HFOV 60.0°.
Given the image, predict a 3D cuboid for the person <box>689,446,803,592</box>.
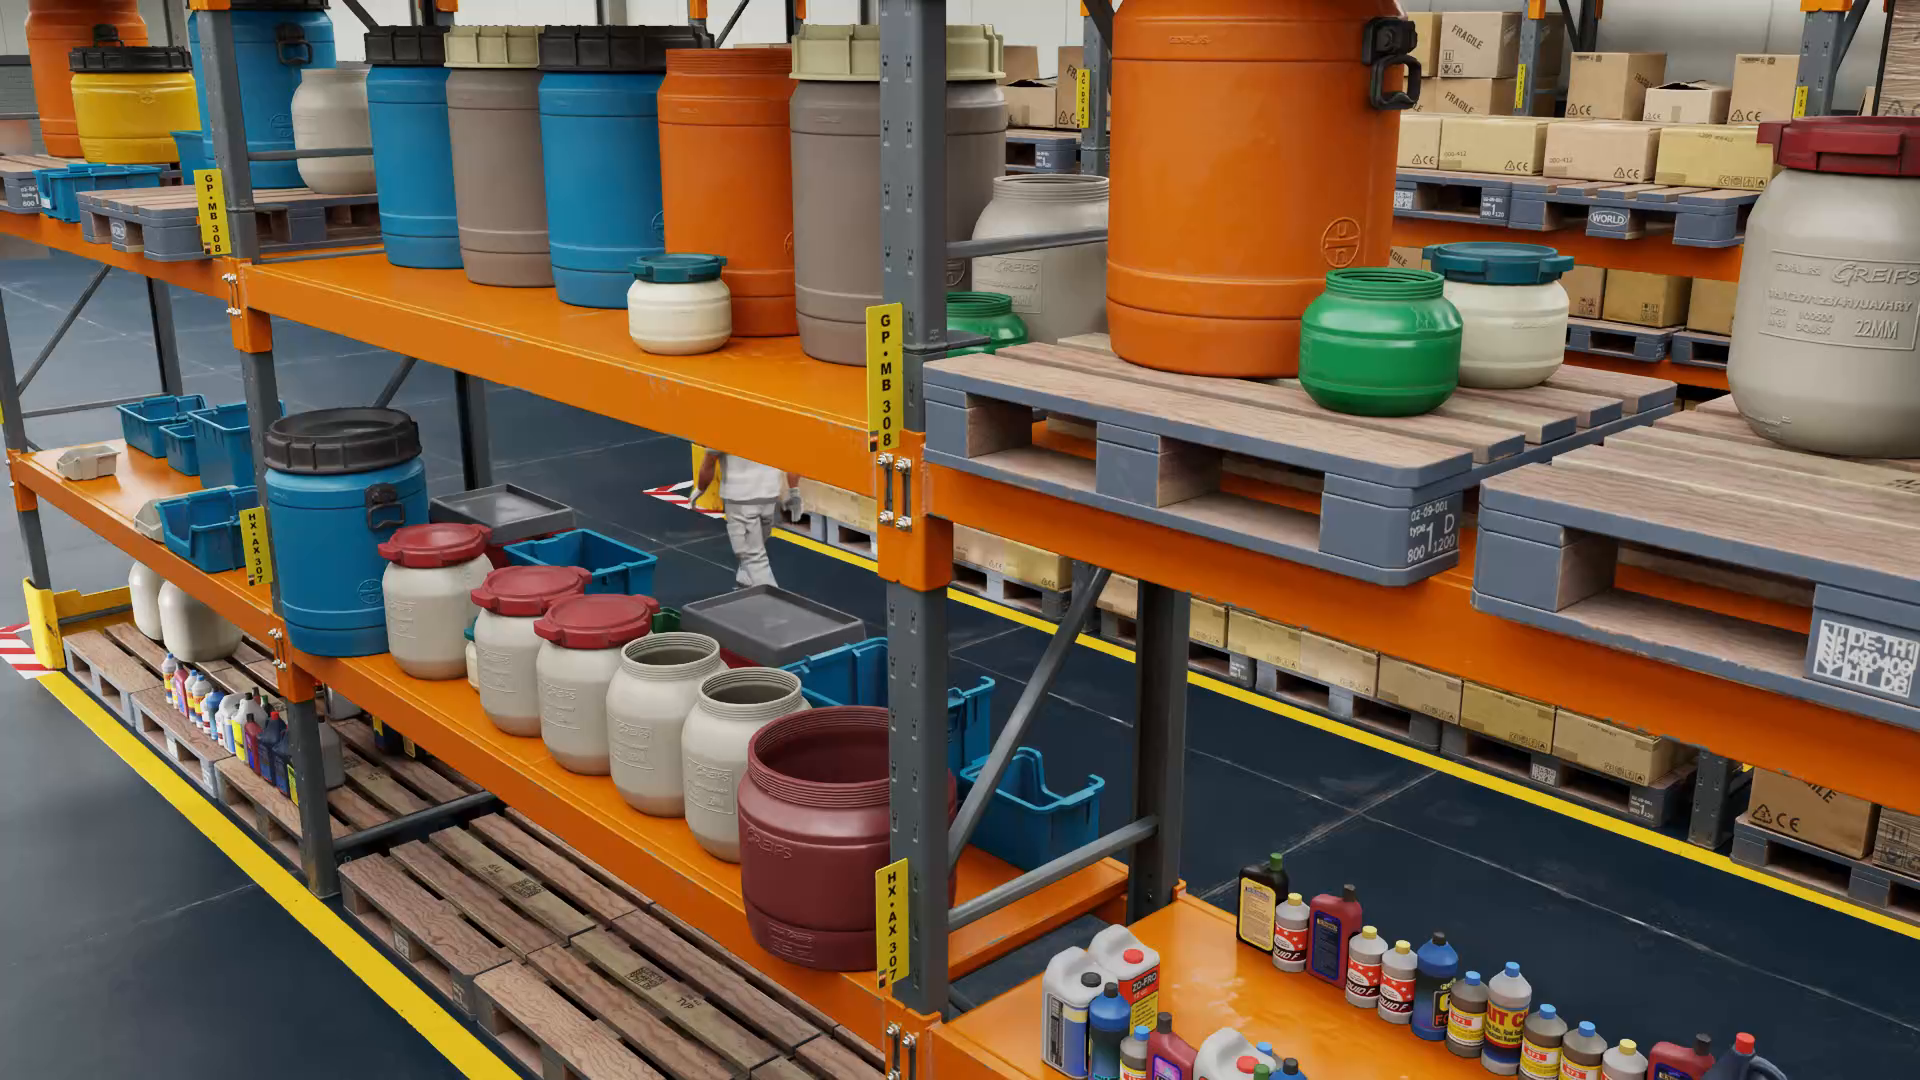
[{"bbox_3d":[-1.357,-0.269,10.404,0.566,1.785,0.904,-14,22,-38],"label":"person"}]
